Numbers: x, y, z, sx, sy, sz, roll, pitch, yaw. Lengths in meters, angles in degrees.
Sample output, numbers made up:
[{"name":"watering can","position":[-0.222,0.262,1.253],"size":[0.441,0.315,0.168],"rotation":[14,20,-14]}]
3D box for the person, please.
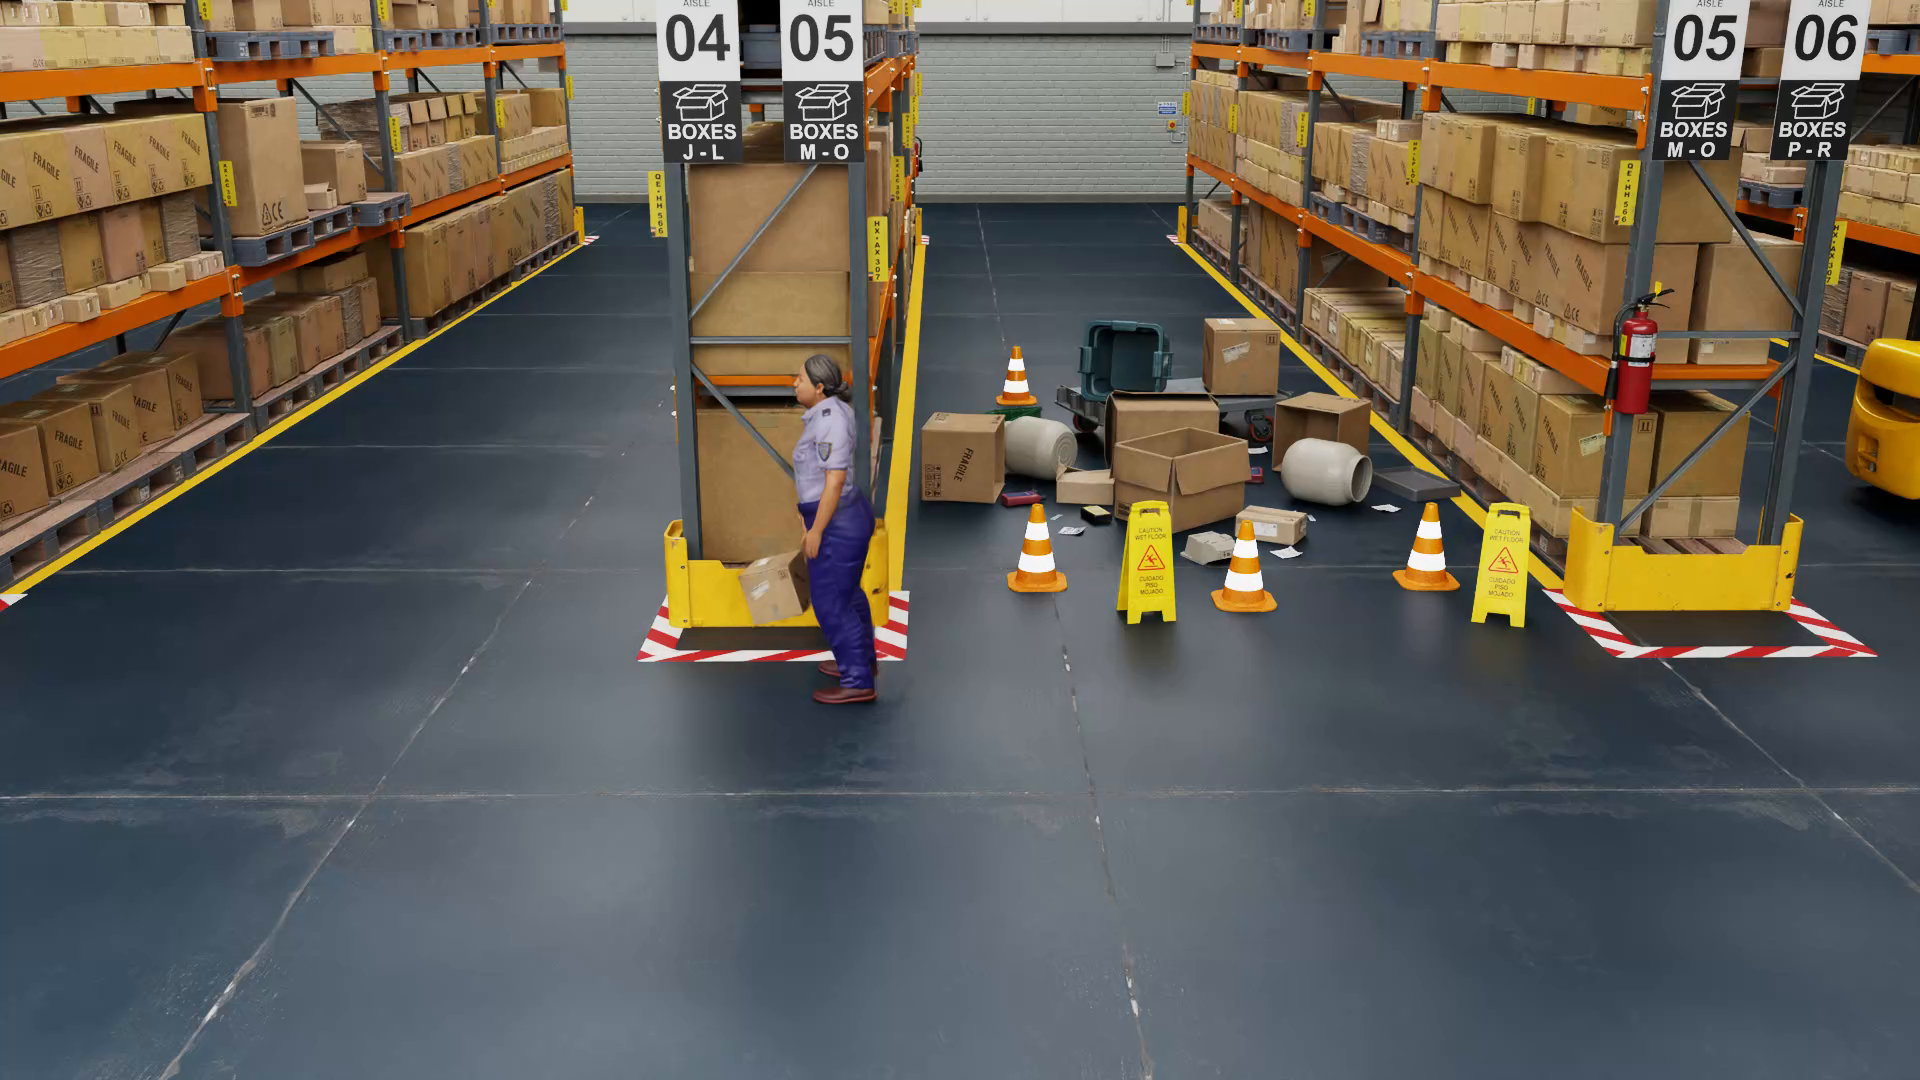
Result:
[{"name":"person","position":[-0.587,-0.058,7.762],"size":[0.386,1.639,0.583],"rotation":[1,17,4]}]
